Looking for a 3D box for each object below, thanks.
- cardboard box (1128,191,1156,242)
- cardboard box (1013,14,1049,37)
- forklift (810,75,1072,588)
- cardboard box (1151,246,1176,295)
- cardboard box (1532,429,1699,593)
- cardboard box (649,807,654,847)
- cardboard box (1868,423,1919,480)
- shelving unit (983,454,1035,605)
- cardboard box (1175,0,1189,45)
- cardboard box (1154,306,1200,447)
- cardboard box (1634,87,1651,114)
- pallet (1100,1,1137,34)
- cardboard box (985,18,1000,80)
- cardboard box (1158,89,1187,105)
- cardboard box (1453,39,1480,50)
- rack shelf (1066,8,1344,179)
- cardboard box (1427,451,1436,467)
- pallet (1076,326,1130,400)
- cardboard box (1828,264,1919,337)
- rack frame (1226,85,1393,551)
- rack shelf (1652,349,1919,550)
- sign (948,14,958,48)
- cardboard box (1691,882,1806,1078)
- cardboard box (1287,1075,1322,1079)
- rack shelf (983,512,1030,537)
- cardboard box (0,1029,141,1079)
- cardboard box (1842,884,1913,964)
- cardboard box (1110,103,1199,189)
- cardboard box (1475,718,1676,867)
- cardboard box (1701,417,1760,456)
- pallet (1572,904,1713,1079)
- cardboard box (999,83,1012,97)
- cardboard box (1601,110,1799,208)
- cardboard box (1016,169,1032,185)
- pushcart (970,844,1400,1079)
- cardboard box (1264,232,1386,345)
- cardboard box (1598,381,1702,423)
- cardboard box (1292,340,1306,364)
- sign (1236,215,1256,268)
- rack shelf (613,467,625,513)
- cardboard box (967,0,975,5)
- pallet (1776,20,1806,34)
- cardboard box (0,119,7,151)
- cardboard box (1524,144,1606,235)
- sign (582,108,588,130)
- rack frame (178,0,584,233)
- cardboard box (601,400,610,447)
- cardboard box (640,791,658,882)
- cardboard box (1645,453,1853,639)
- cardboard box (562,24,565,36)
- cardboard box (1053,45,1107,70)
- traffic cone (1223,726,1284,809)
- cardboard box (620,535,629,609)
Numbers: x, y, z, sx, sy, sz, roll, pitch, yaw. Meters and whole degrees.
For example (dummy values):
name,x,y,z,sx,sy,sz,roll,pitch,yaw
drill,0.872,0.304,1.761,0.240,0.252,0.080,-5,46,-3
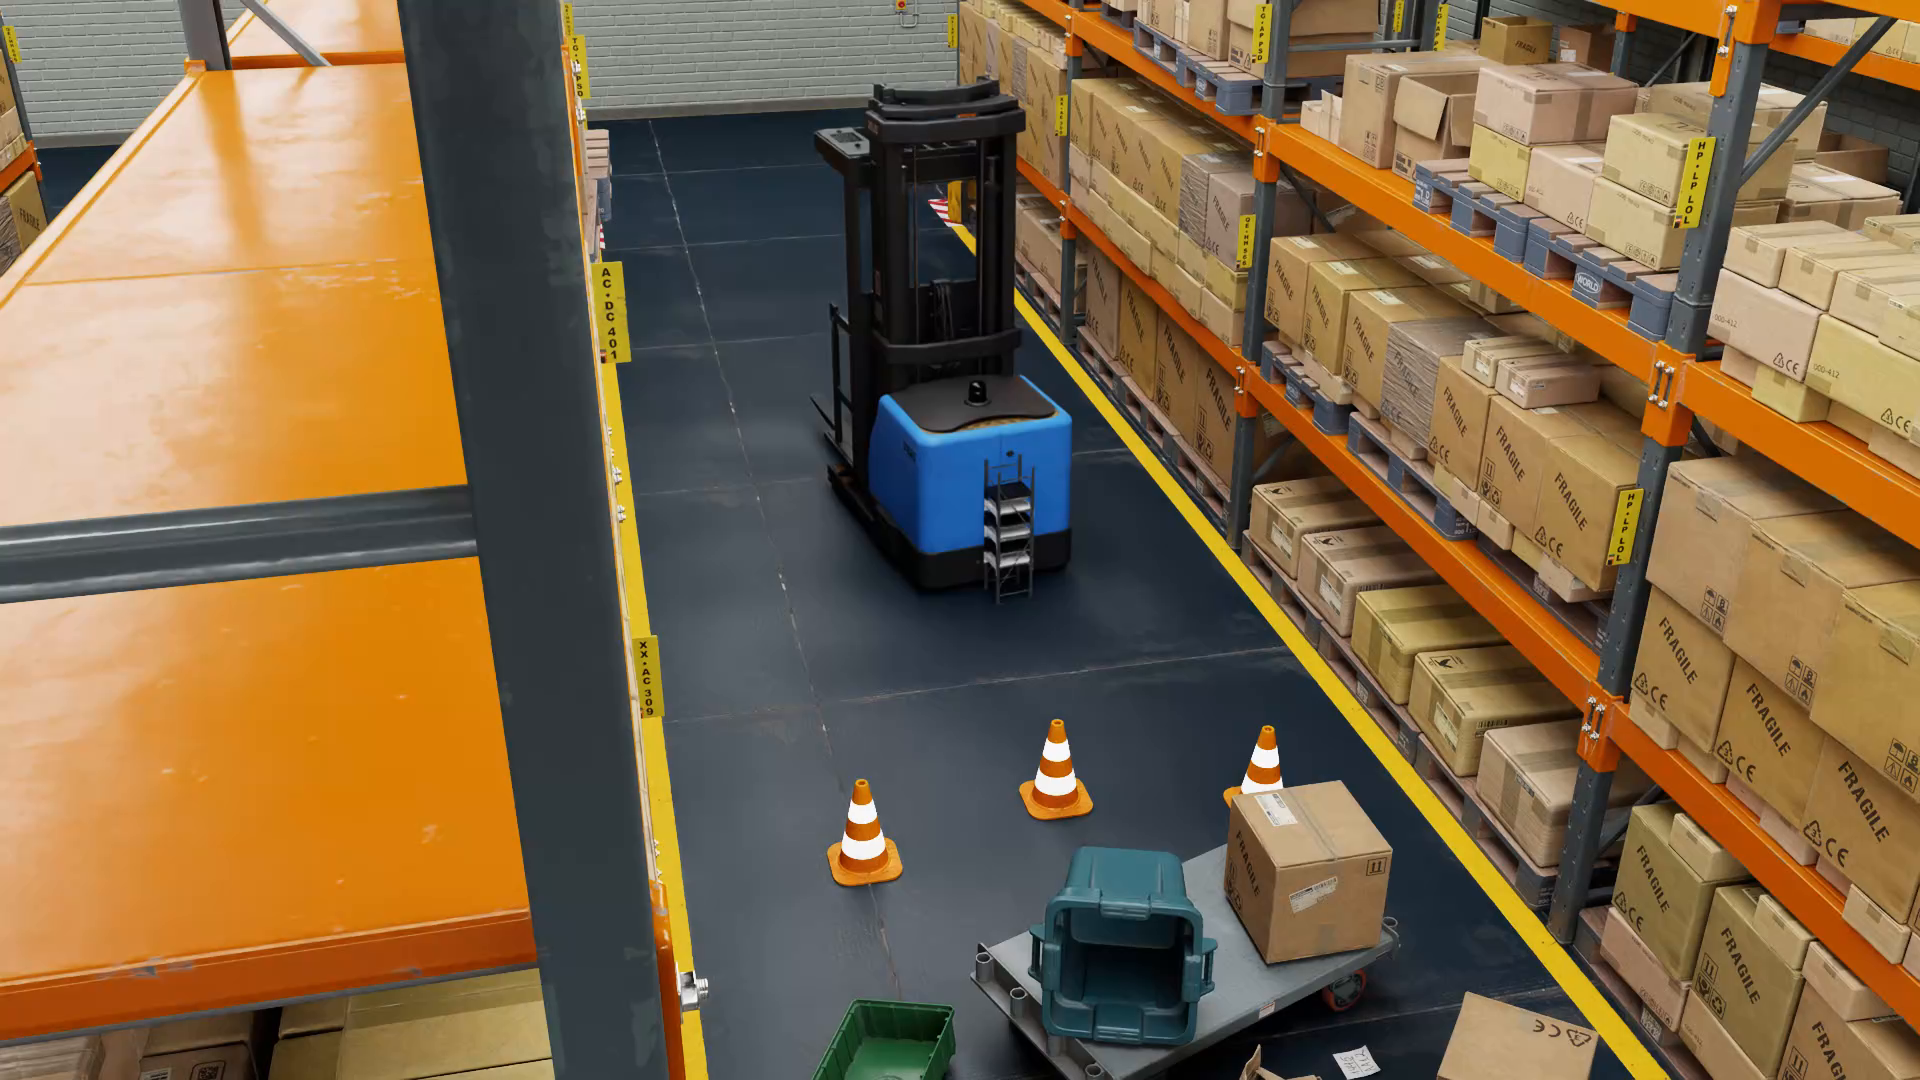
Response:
name,x,y,z,sx,sy,sz,roll,pitch,yaw
cardboard box,1.542,-2.364,12.063,0.500,0.250,0.500,-7,28,-13
cardboard box,0.693,-4.659,15.059,0.380,0.149,0.250,-6,27,-12
forklift,-0.293,-1.650,11.113,1.130,2.935,3.031,-10,28,-19
cardboard box,1.675,-1.920,11.738,0.500,0.250,0.500,-6,27,-12
cardboard box,2.844,-0.134,7.127,0.500,0.500,0.500,-6,27,-13
cardboard box,-0.776,0.517,3.116,0.380,0.149,0.250,-6,27,-12
cardboard box,3.188,-0.323,5.357,0.380,0.149,0.250,-5,27,-10
shelving unit,0.300,-0.062,10.220,0.258,0.900,0.210,-10,28,-19
cardboard box,1.619,-3.382,10.821,0.396,0.266,0.258,-7,28,-13
cardboard box,1.998,-1.289,12.212,0.875,0.875,0.875,-6,27,-11
cardboard box,6.095,-3.605,14.332,0.700,0.500,0.500,-5,27,-10
pallet,1.623,-3.958,12.493,0.805,0.209,1.217,-7,28,-14
cardboard box,0.545,-4.658,15.776,0.500,0.500,0.500,-6,27,-12
cardboard box,1.838,-3.196,12.879,0.500,0.500,0.500,-5,27,-11
cardboard box,5.664,-5.255,18.014,0.500,0.250,0.500,-5,27,-10
rack shelf,1.819,-3.242,11.660,1.077,0.370,4.000,-6,27,-12
cardboard box,2.611,-0.439,8.449,0.380,0.149,0.250,-7,28,-13
pallet,1.616,-1.526,13.886,1.003,0.211,1.213,-6,27,-12
cardboard box,3.062,-0.773,5.365,0.380,0.149,0.250,-7,28,-13
rack frame,2.270,-1.346,10.434,1.000,3.000,0.127,-6,27,-12
rack shelf,3.622,0.270,4.702,1.077,0.370,4.000,-6,27,-12
sign,-0.075,-5.226,17.073,0.100,0.325,0.005,-6,27,-12
cardboard box,3.173,1.636,6.280,0.500,0.500,0.500,-5,27,-10
cardboard box,0.992,2.296,5.838,0.797,0.637,0.503,-6,27,-12
rack shelf,0.300,-0.112,10.194,0.258,0.077,0.200,-10,28,-19
cardboard box,-1.188,0.675,1.918,0.380,0.149,0.250,-6,27,-11
cardboard box,3.209,1.256,5.559,0.380,0.149,0.250,-6,27,-11
cardboard box,1.440,-2.930,12.351,0.500,0.500,0.500,-7,28,-13
cardboard box,3.051,1.166,7.908,0.950,0.372,0.625,-6,27,-11
cardboard box,3.410,-0.487,7.105,0.380,0.149,0.250,-6,27,-12
pallet,3.357,1.946,7.006,1.003,0.211,1.213,-6,27,-12
cardboard box,0.663,-4.000,15.582,0.500,0.500,0.500,-5,27,-10
cardboard box,2.917,-1.514,6.584,0.500,0.250,0.500,-5,27,-10
cardboard box,0.713,-3.622,17.321,0.875,0.438,0.875,-7,28,-13
pushcart,0.961,1.834,7.044,1.648,0.377,0.936,-16,31,-29
cardboard box,2.146,-1.490,9.812,0.500,0.500,0.500,-7,28,-13
cardboard box,3.232,-0.410,7.672,0.500,0.500,0.500,-6,27,-11
cardboard box,2.193,-1.132,9.824,0.380,0.149,0.250,-8,28,-15
sign,1.730,-1.805,10.059,0.100,0.325,0.005,-6,27,-12
rack shelf,-2.079,-0.939,7.097,1.077,0.370,4.000,-6,27,-12
cardboard box,0.277,-5.455,16.634,0.380,0.149,0.250,-5,27,-11
pallet,6.519,-4.114,12.799,1.213,0.211,1.003,-6,27,-12
cardboard box,-8.707,-3.509,14.556,0.500,0.250,0.500,-6,27,-12
cardboard box,2.790,-1.514,7.138,0.500,0.250,0.500,-6,27,-11
sign,-2.891,-3.130,12.683,0.100,0.325,0.005,-6,27,-12
rack frame,-1.628,-1.721,4.520,1.000,3.000,0.127,-6,27,-12
cardboard box,-0.952,-0.176,3.603,0.380,0.149,0.250,-6,27,-12
cardboard box,-0.606,0.497,2.271,0.380,0.149,0.250,-6,27,-12
cardboard box,3.059,0.001,6.214,0.700,0.500,0.500,-6,27,-12
cardboard box,-2.519,-2.679,9.636,0.500,0.500,0.500,-6,27,-12
cardboard box,0.989,-3.985,13.723,0.380,0.149,0.250,-7,28,-13
traffic cone,1.528,1.140,8.324,0.336,0.463,0.334,-6,27,-12
cardboard box,-1.709,0.213,7.235,0.500,0.500,0.500,-6,27,-12
